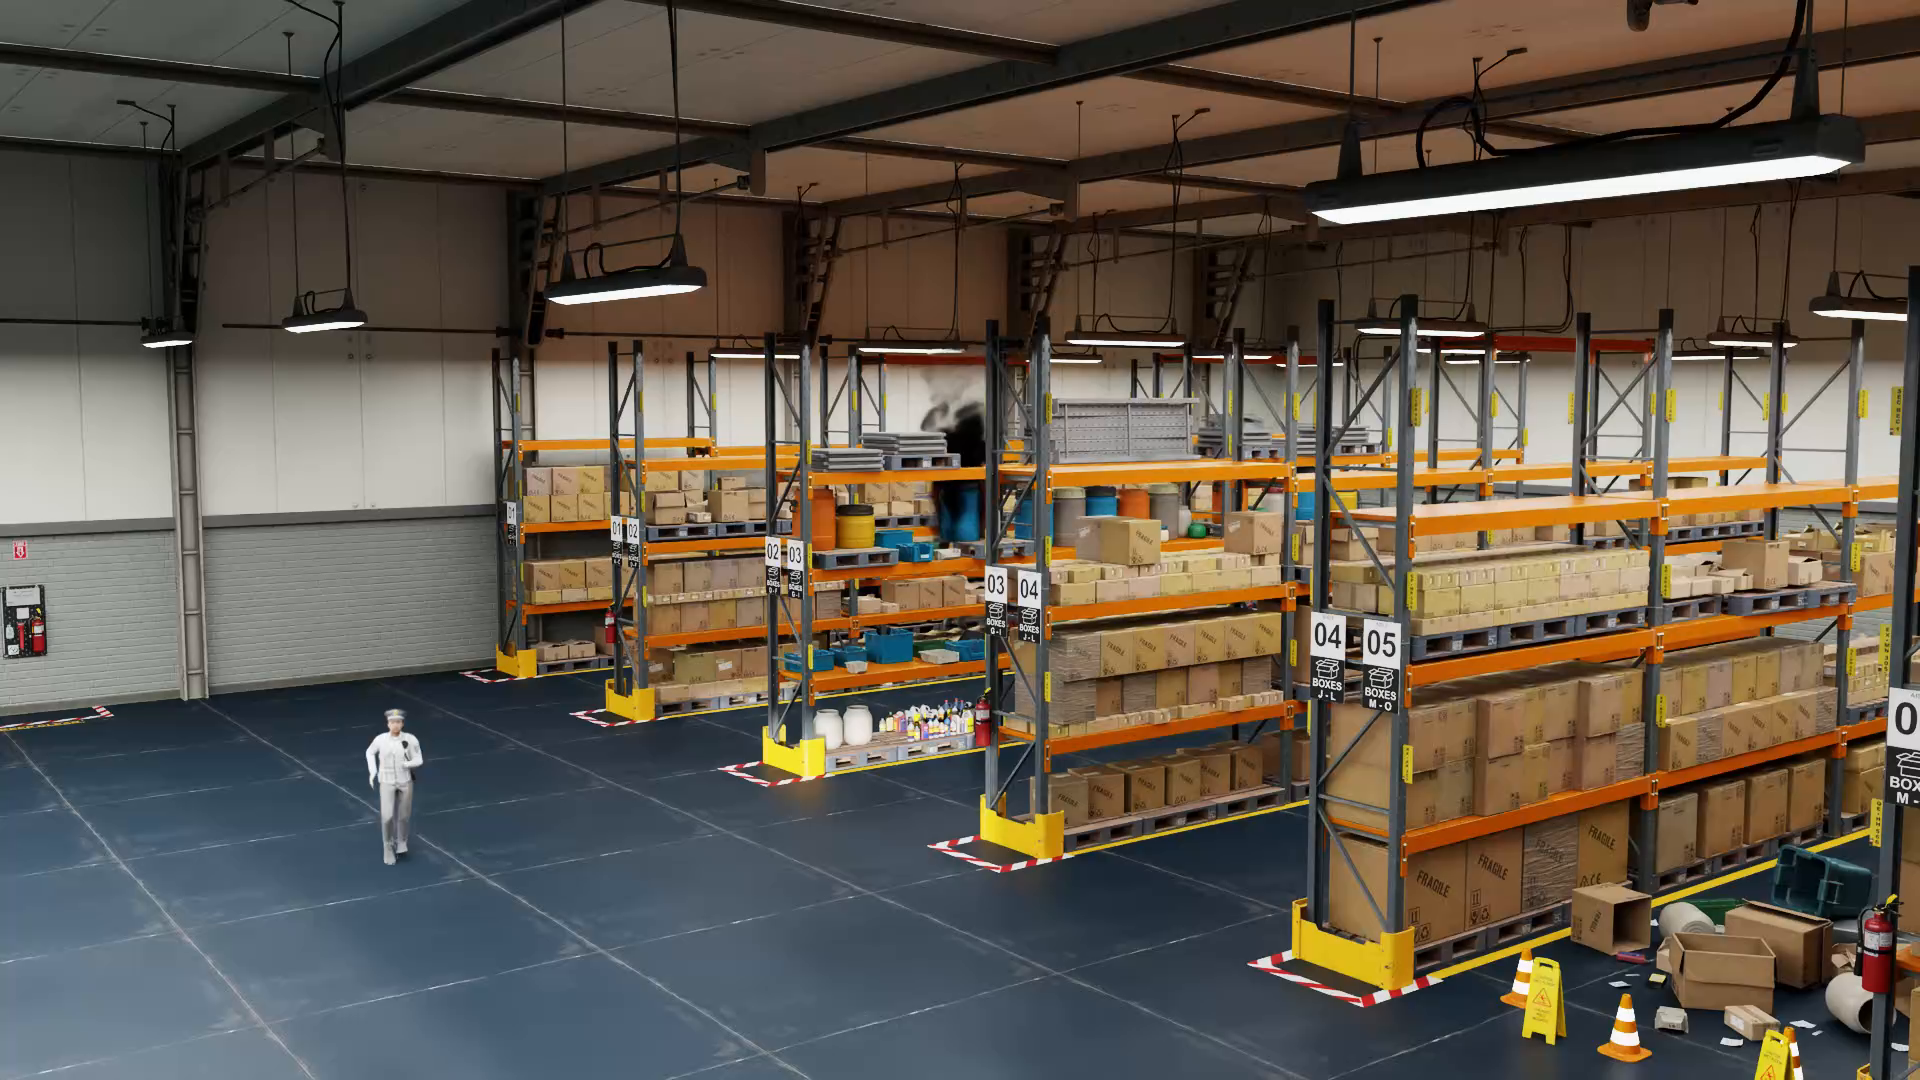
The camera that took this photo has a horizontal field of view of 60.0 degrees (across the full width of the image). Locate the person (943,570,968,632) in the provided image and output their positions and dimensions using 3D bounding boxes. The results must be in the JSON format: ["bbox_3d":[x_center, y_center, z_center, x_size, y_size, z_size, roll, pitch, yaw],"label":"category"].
[{"bbox_3d":[-0.104,1.306,33.547,0.658,1.774,0.872,4,7,40],"label":"person"}]

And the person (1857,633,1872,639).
[{"bbox_3d":[13.296,2.185,24.476,0.770,1.664,0.588,-3,6,-34],"label":"person"}]

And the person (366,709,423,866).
[{"bbox_3d":[-6.228,2.715,18.351,0.577,1.730,0.696,-2,5,-21],"label":"person"}]
